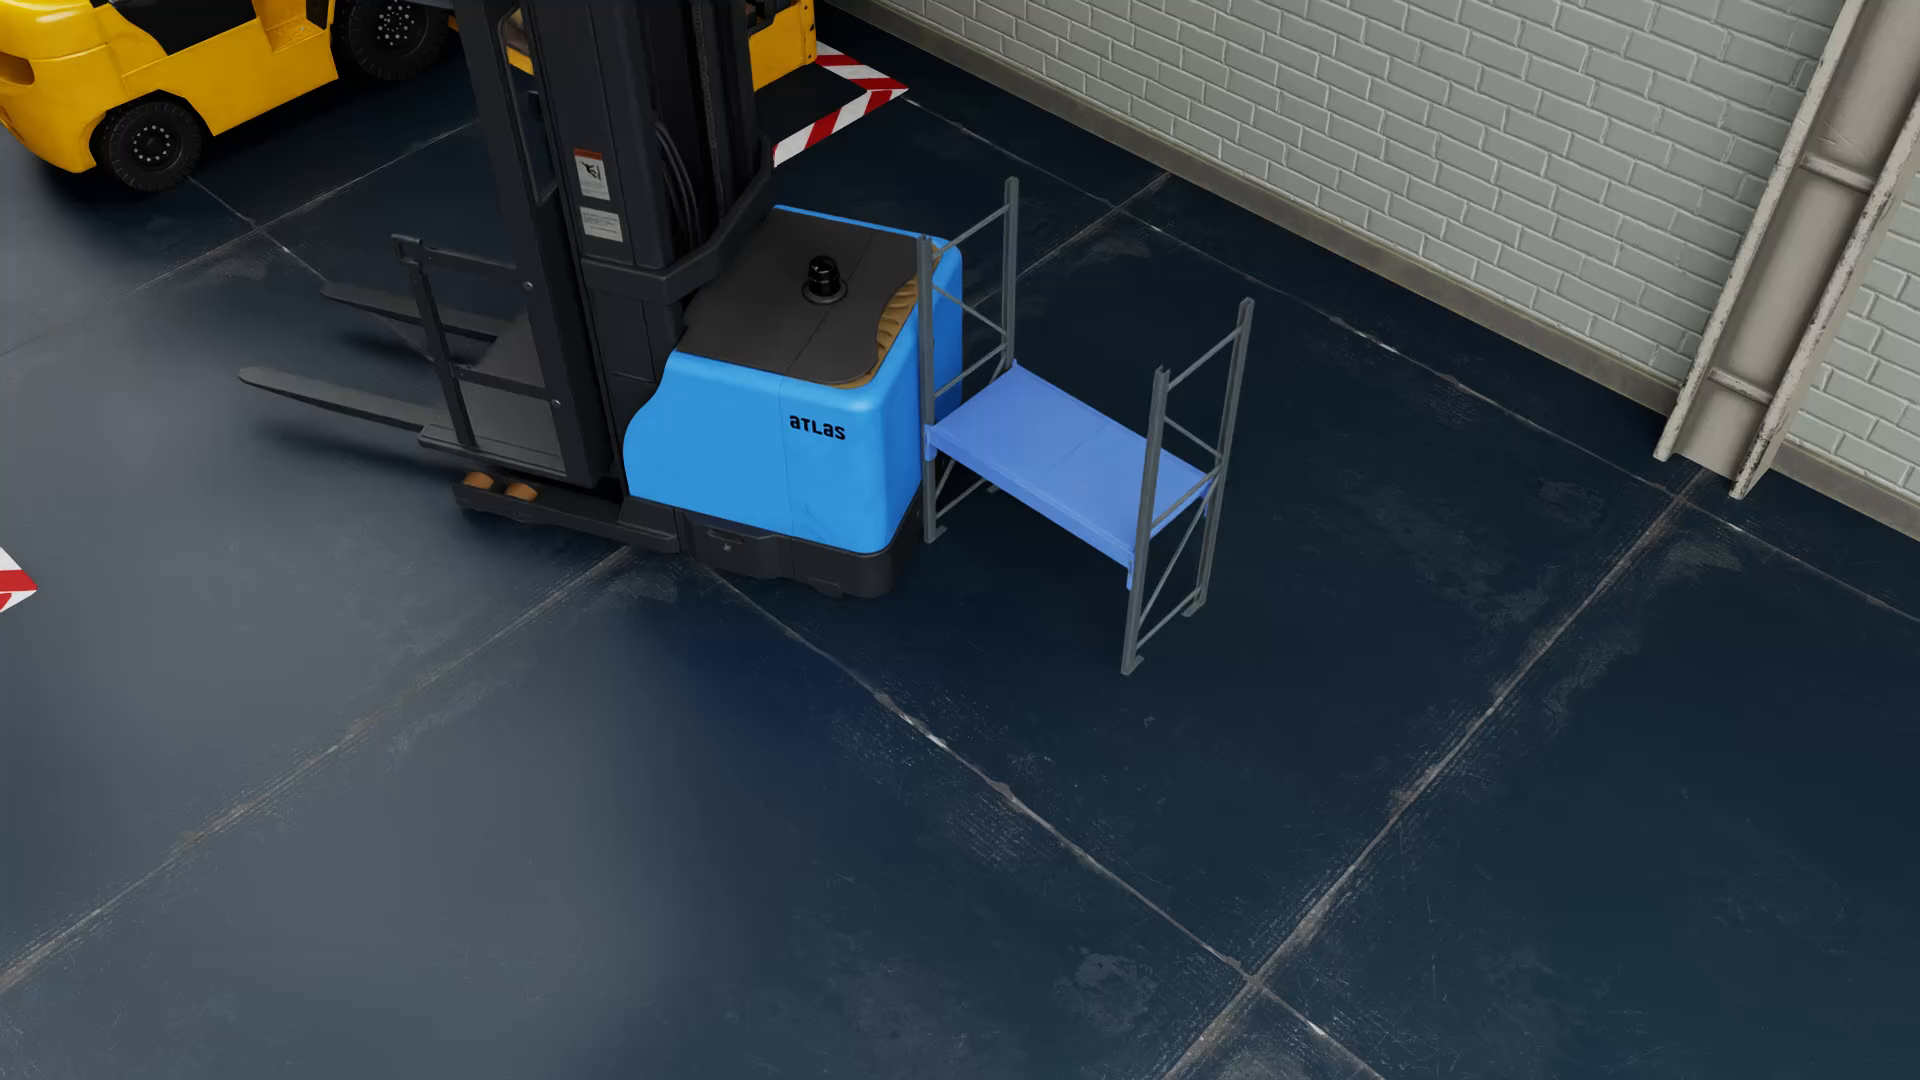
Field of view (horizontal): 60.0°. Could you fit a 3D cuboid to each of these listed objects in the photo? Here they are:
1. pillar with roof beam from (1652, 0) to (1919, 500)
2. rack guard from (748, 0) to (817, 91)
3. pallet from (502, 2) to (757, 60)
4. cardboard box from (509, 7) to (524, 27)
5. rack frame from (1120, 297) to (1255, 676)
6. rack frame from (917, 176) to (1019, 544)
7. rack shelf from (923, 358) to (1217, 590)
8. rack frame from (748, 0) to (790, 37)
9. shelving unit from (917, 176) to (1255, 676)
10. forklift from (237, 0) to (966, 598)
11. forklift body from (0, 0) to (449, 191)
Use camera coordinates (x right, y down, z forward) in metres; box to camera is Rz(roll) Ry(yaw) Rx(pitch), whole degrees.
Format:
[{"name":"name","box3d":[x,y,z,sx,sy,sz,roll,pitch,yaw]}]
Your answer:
[{"name":"pillar with roof beam","box3d":[0.279,-1.117,1.627,0.400,9.000,9.100,34,55,28]},{"name":"rack guard","box3d":[-1.292,-2.642,8.888,0.348,0.500,1.175,34,55,28]},{"name":"pallet","box3d":[-1.900,-2.911,9.338,1.213,0.211,1.003,34,55,28]},{"name":"cardboard box","box3d":[-2.228,-3.026,9.132,0.500,0.250,0.500,34,55,28]},{"name":"rack frame","box3d":[0.785,-0.141,5.854,0.032,1.500,0.500,33,55,27]},{"name":"rack frame","box3d":[0.031,-0.638,6.321,0.032,1.500,0.500,33,55,27]},{"name":"rack shelf","box3d":[0.408,-0.267,6.218,1.000,0.185,0.538,33,55,27]},{"name":"rack frame","box3d":[-1.310,-3.510,7.988,0.127,3.000,1.000,34,55,28]},{"name":"shelving unit","box3d":[0.408,-0.390,6.087,1.048,1.500,0.538,33,55,27]},{"name":"forklift","box3d":[-1.551,-1.425,6.078,3.031,2.935,1.130,14,48,13]},{"name":"forklift body","box3d":[-3.940,-3.180,8.260,1.214,2.155,2.313,34,55,28]}]
